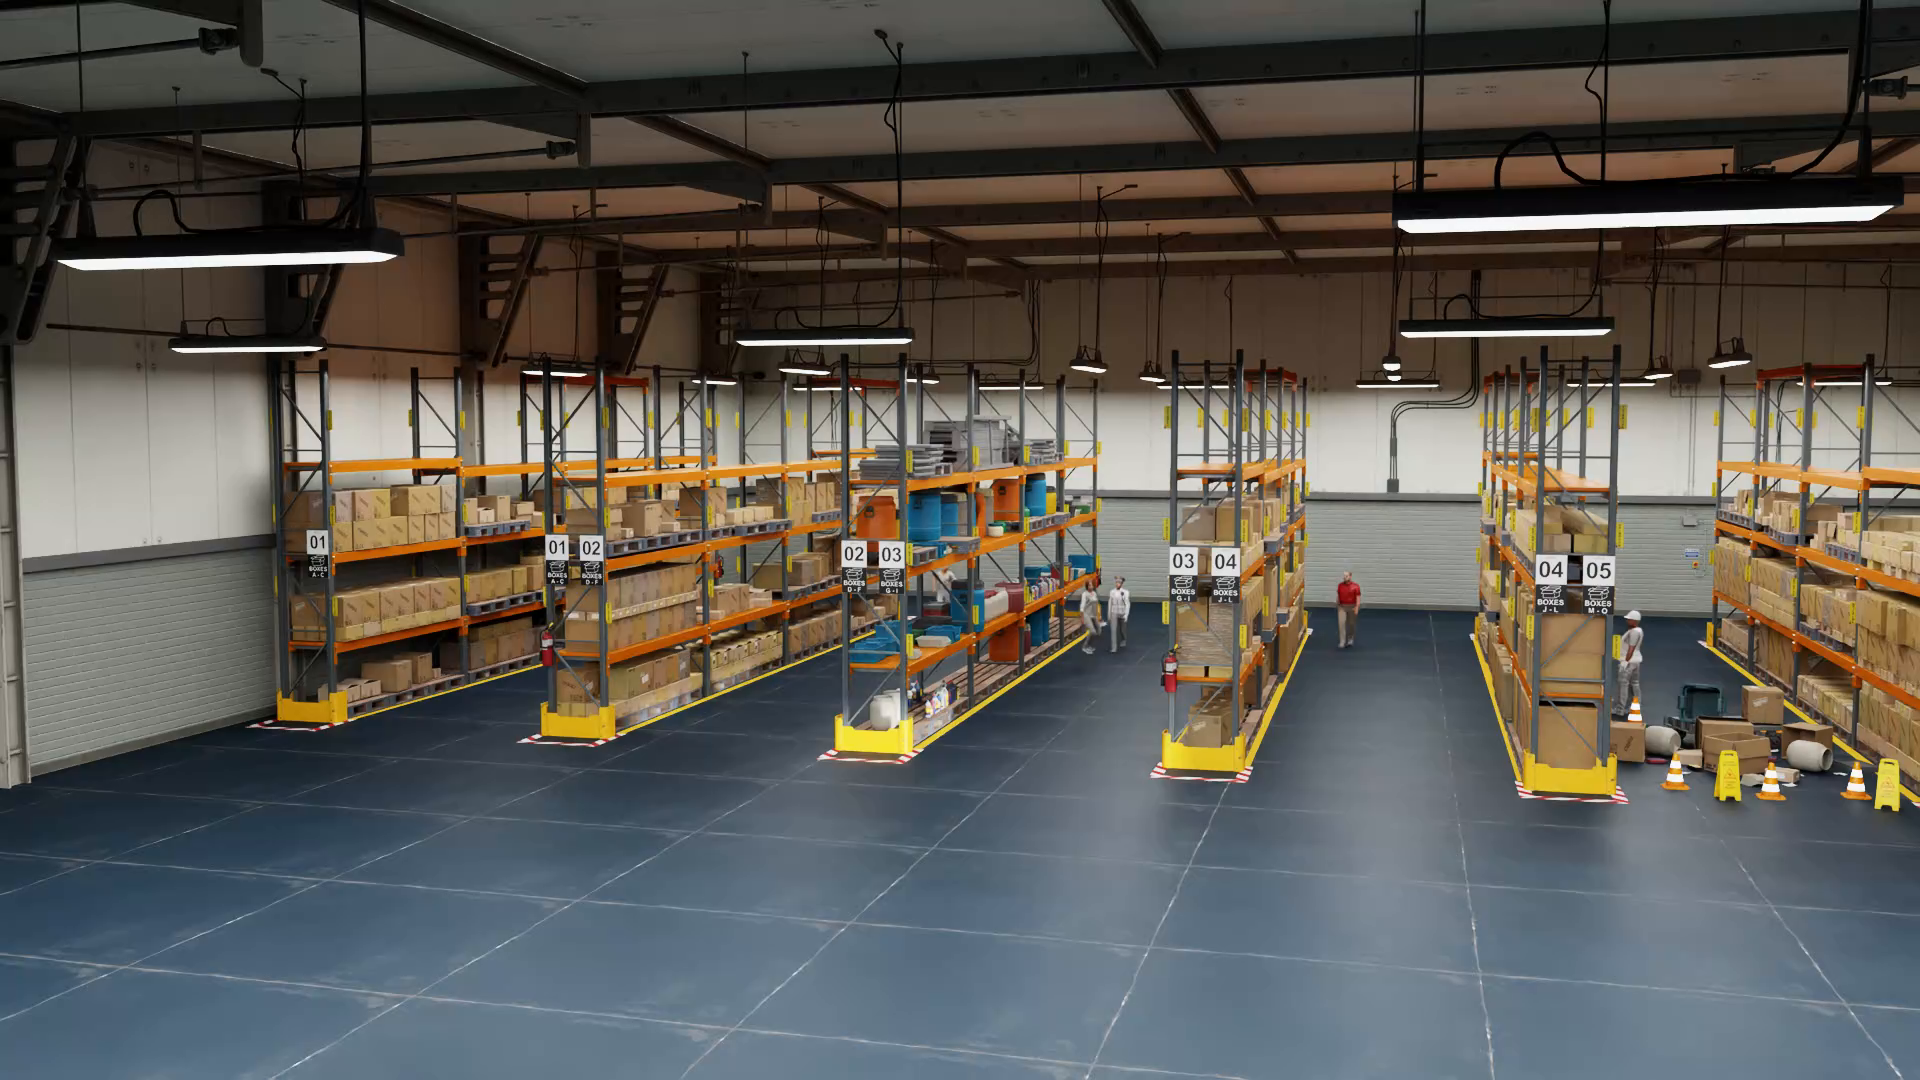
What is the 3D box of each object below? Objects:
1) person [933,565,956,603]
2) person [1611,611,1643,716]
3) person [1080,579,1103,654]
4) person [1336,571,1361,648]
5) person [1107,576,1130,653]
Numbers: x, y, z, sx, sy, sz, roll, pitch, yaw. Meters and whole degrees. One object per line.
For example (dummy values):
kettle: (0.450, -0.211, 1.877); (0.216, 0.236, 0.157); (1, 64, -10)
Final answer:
person: (-0.394, 1.316, 39.418); (0.617, 1.630, 0.959); (1, 4, 13)
person: (11.380, 2.090, 28.279); (0.632, 1.788, 0.494); (-4, 5, -41)
person: (2.663, 1.550, 33.842); (0.447, 1.505, 0.478); (4, 6, 42)
person: (8.539, 1.523, 36.549); (0.520, 1.671, 1.060); (1, 4, 13)
person: (3.433, 1.591, 35.997); (0.502, 1.633, 0.973); (1, 4, 8)
